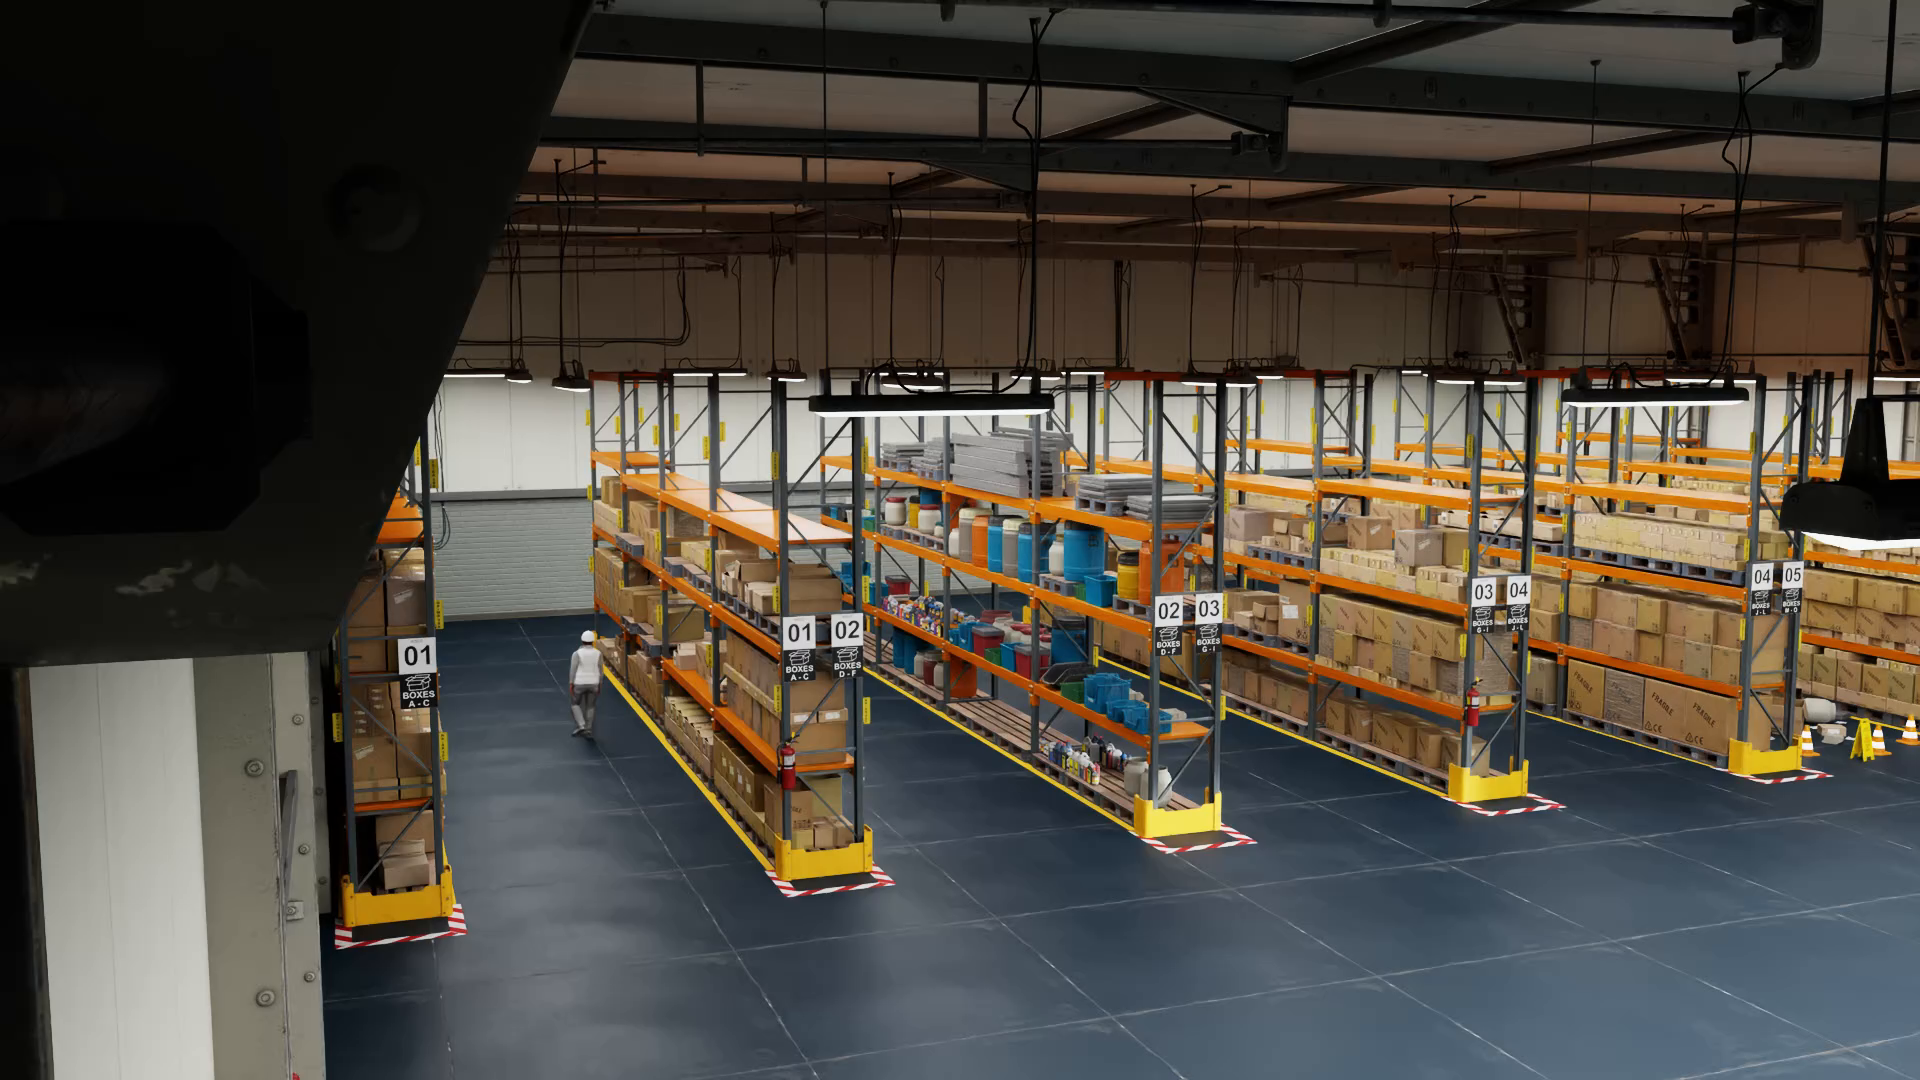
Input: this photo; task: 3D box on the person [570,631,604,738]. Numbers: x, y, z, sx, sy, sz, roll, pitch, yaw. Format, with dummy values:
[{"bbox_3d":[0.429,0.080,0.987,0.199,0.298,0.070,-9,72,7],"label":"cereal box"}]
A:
[{"bbox_3d":[-6.161,2.381,27.457,0.570,1.771,0.449,-3,7,-22],"label":"person"}]
